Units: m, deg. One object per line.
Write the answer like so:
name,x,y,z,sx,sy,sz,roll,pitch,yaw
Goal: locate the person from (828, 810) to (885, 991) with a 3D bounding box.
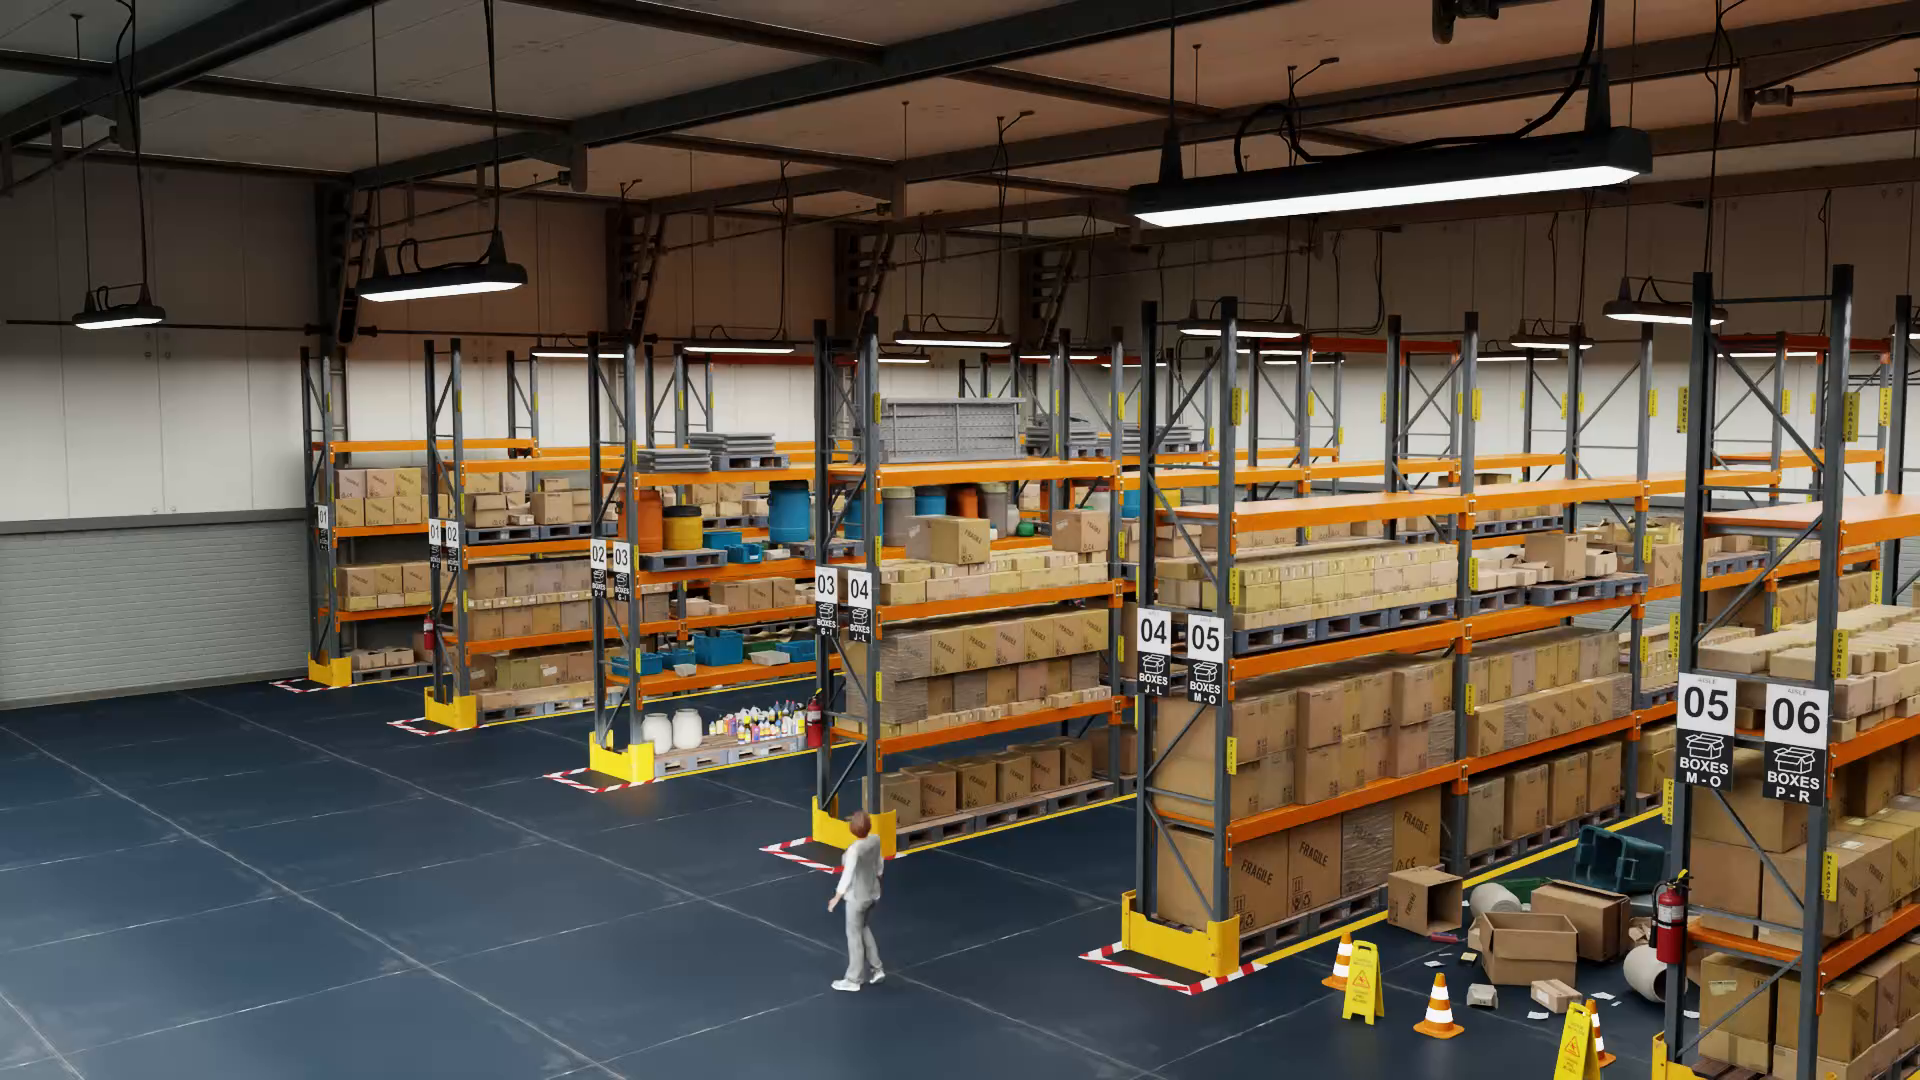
person,-0.888,3.109,14.402,0.409,1.610,0.498,3,6,28
